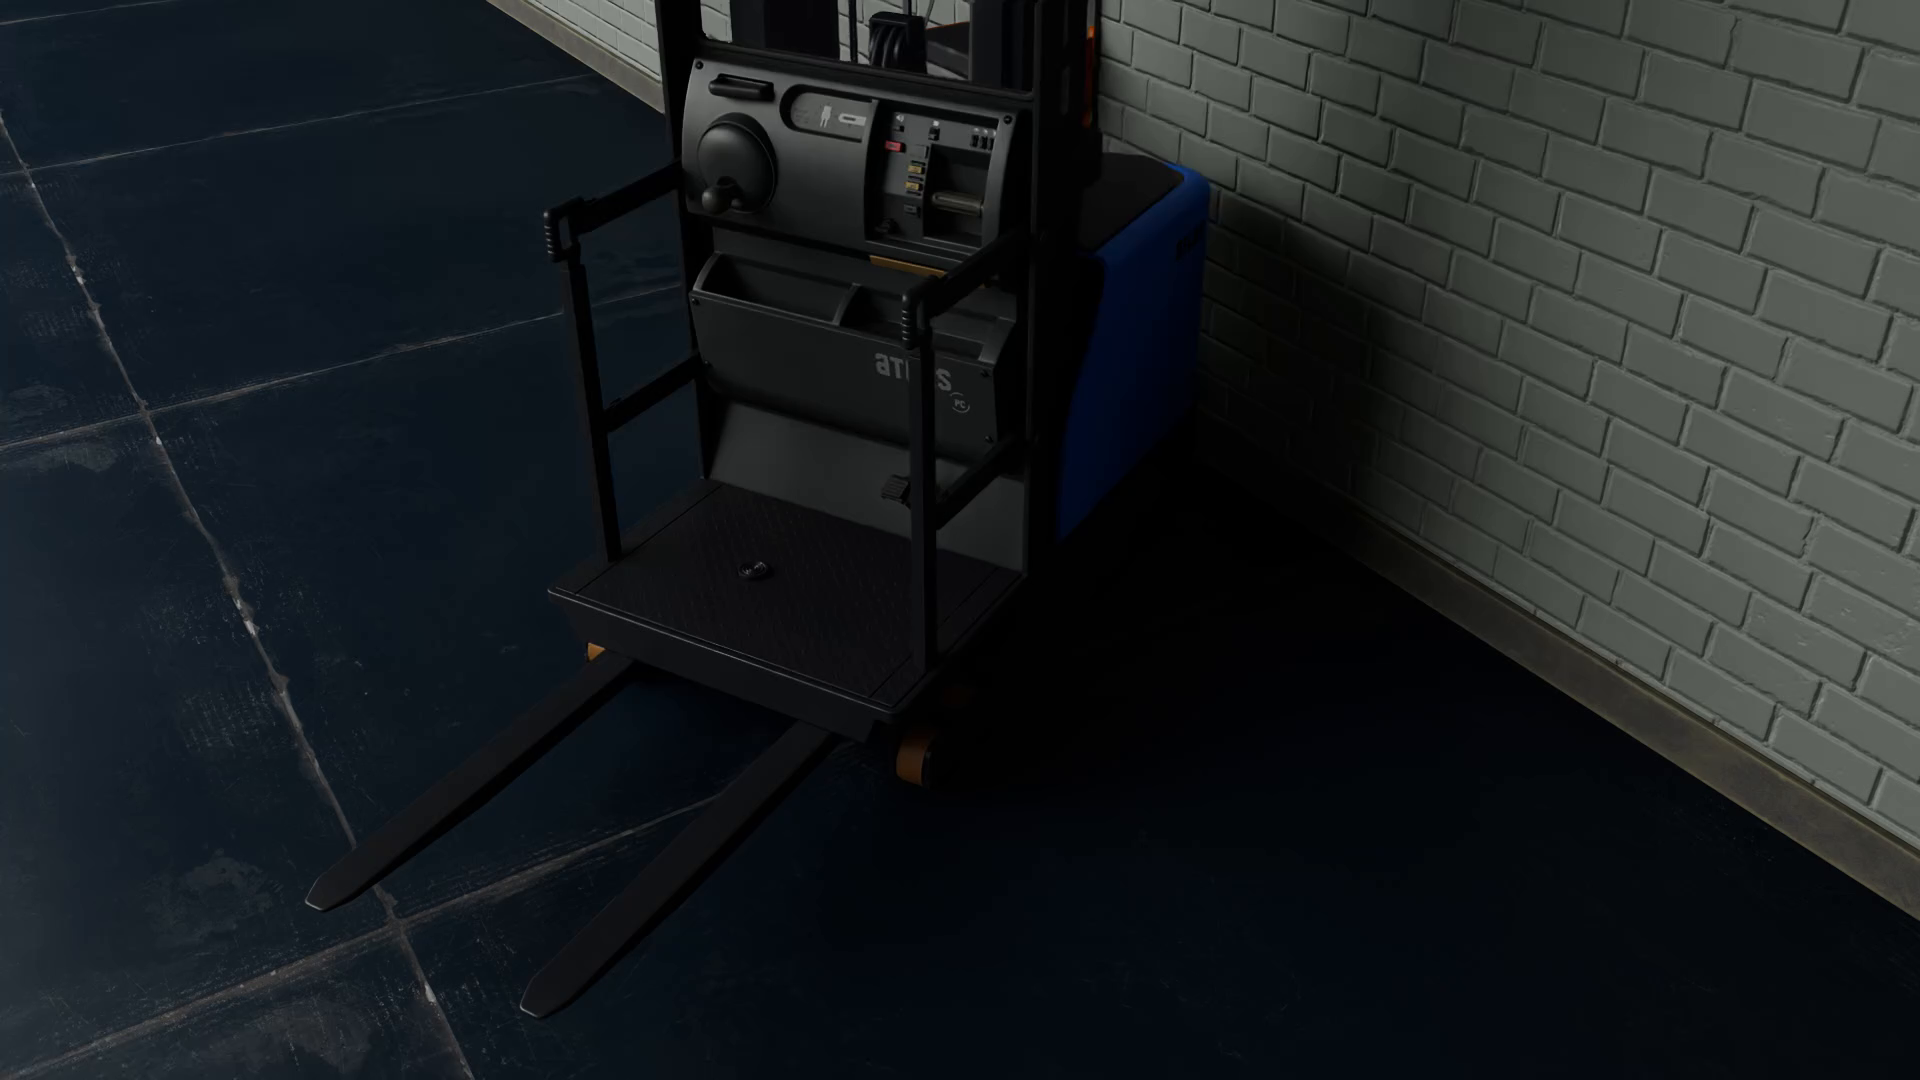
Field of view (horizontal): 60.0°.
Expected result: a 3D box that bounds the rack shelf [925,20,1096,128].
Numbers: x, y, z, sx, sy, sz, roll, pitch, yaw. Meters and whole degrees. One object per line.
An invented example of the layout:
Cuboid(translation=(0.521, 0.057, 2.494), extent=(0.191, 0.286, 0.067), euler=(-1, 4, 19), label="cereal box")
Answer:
Cuboid(translation=(0.131, -1.490, 5.643), extent=(0.480, 0.518, 0.431), euler=(-21, 38, -31), label="rack shelf")

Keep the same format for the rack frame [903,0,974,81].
Cuboid(translation=(-0.064, -1.426, 5.511), extent=(0.015, 2.100, 0.400), euler=(-21, 38, -31), label="rack frame")

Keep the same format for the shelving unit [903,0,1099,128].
Cuboid(translation=(0.131, -1.501, 5.636), extent=(0.503, 2.100, 0.431), euler=(-21, 38, -31), label="shelving unit")

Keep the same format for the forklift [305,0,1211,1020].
Cuboid(translation=(-0.388, -0.887, 3.909), extent=(1.130, 2.935, 3.031), euler=(17, 36, 24), label="forklift")

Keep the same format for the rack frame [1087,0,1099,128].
Cuboid(translation=(0.327, -1.576, 5.761), extent=(0.015, 2.100, 0.400), euler=(-21, 38, -31), label="rack frame")
